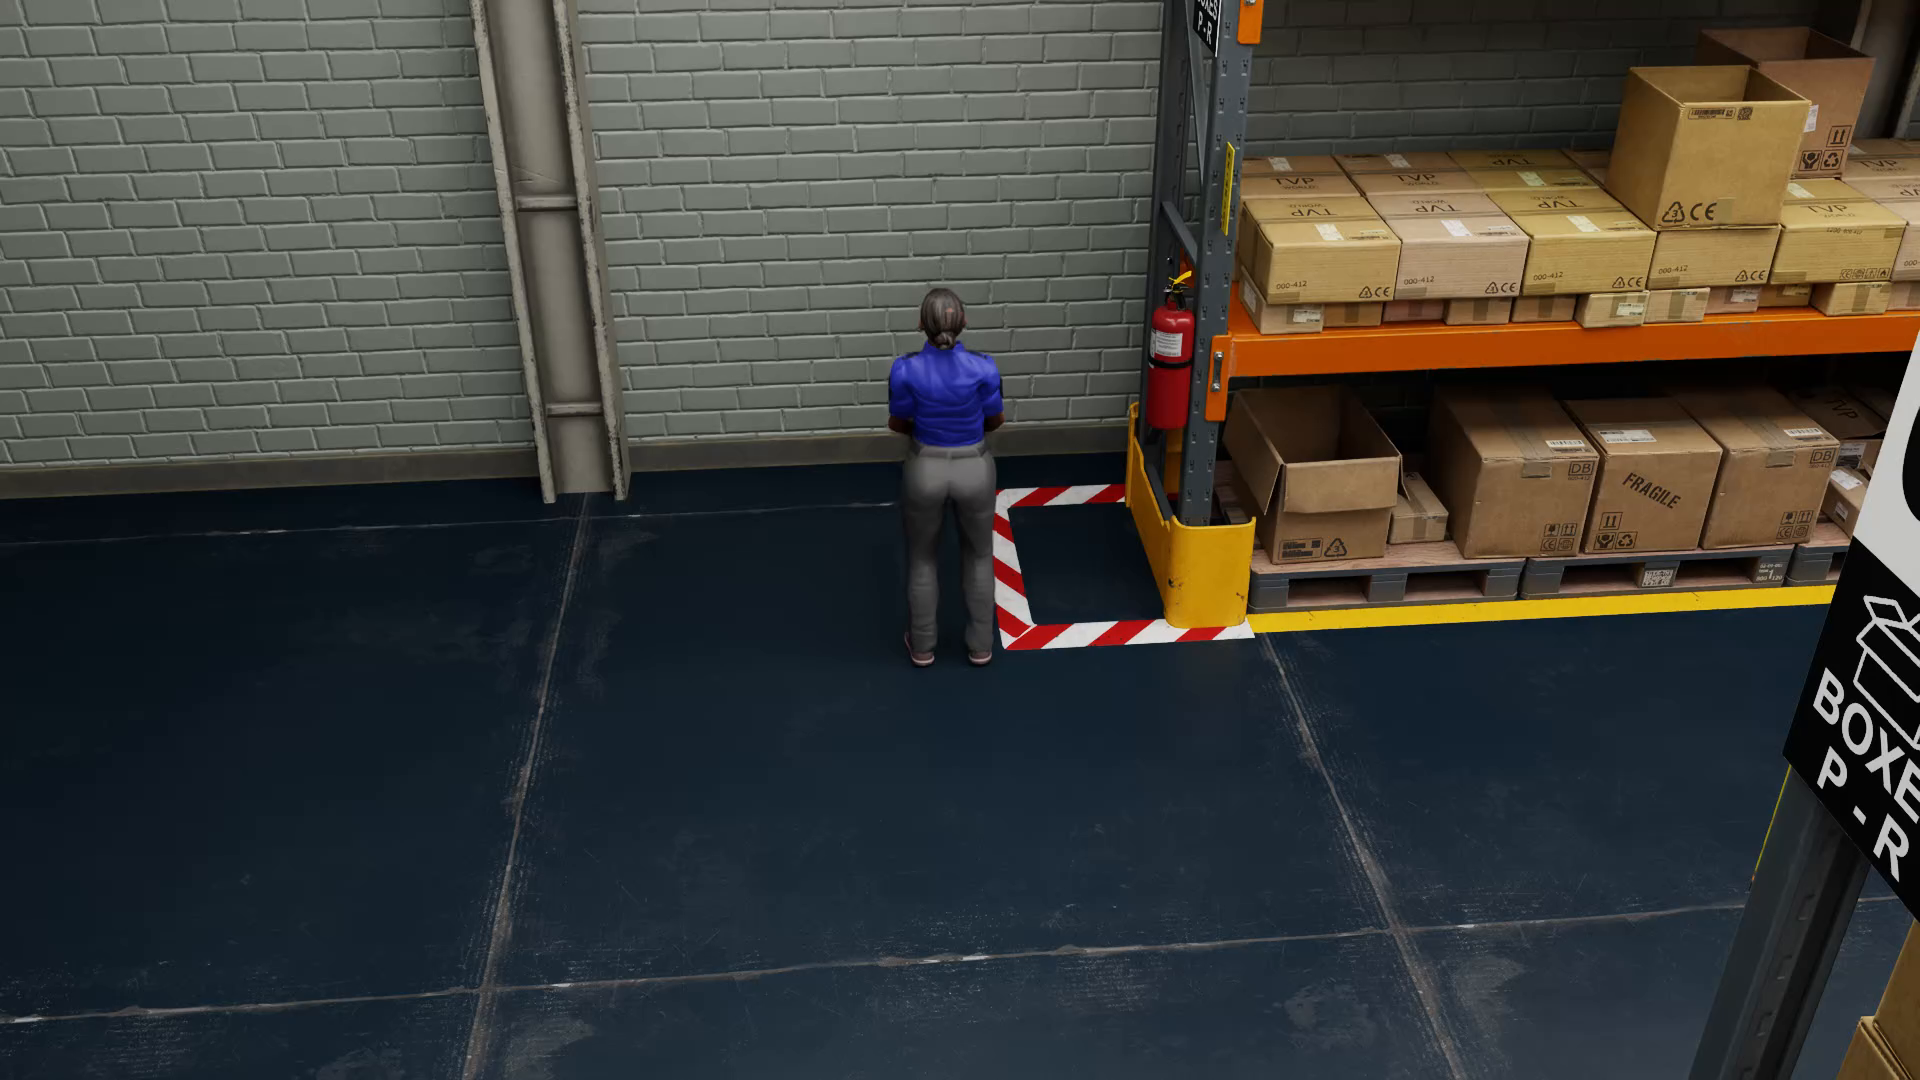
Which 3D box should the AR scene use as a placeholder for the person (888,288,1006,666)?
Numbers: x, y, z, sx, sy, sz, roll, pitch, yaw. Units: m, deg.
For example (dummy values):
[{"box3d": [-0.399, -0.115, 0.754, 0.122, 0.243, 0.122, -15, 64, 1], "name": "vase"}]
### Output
[{"box3d": [-0.050, -0.278, 6.600, 0.454, 1.652, 0.511, 0, 31, 0], "name": "person"}]
